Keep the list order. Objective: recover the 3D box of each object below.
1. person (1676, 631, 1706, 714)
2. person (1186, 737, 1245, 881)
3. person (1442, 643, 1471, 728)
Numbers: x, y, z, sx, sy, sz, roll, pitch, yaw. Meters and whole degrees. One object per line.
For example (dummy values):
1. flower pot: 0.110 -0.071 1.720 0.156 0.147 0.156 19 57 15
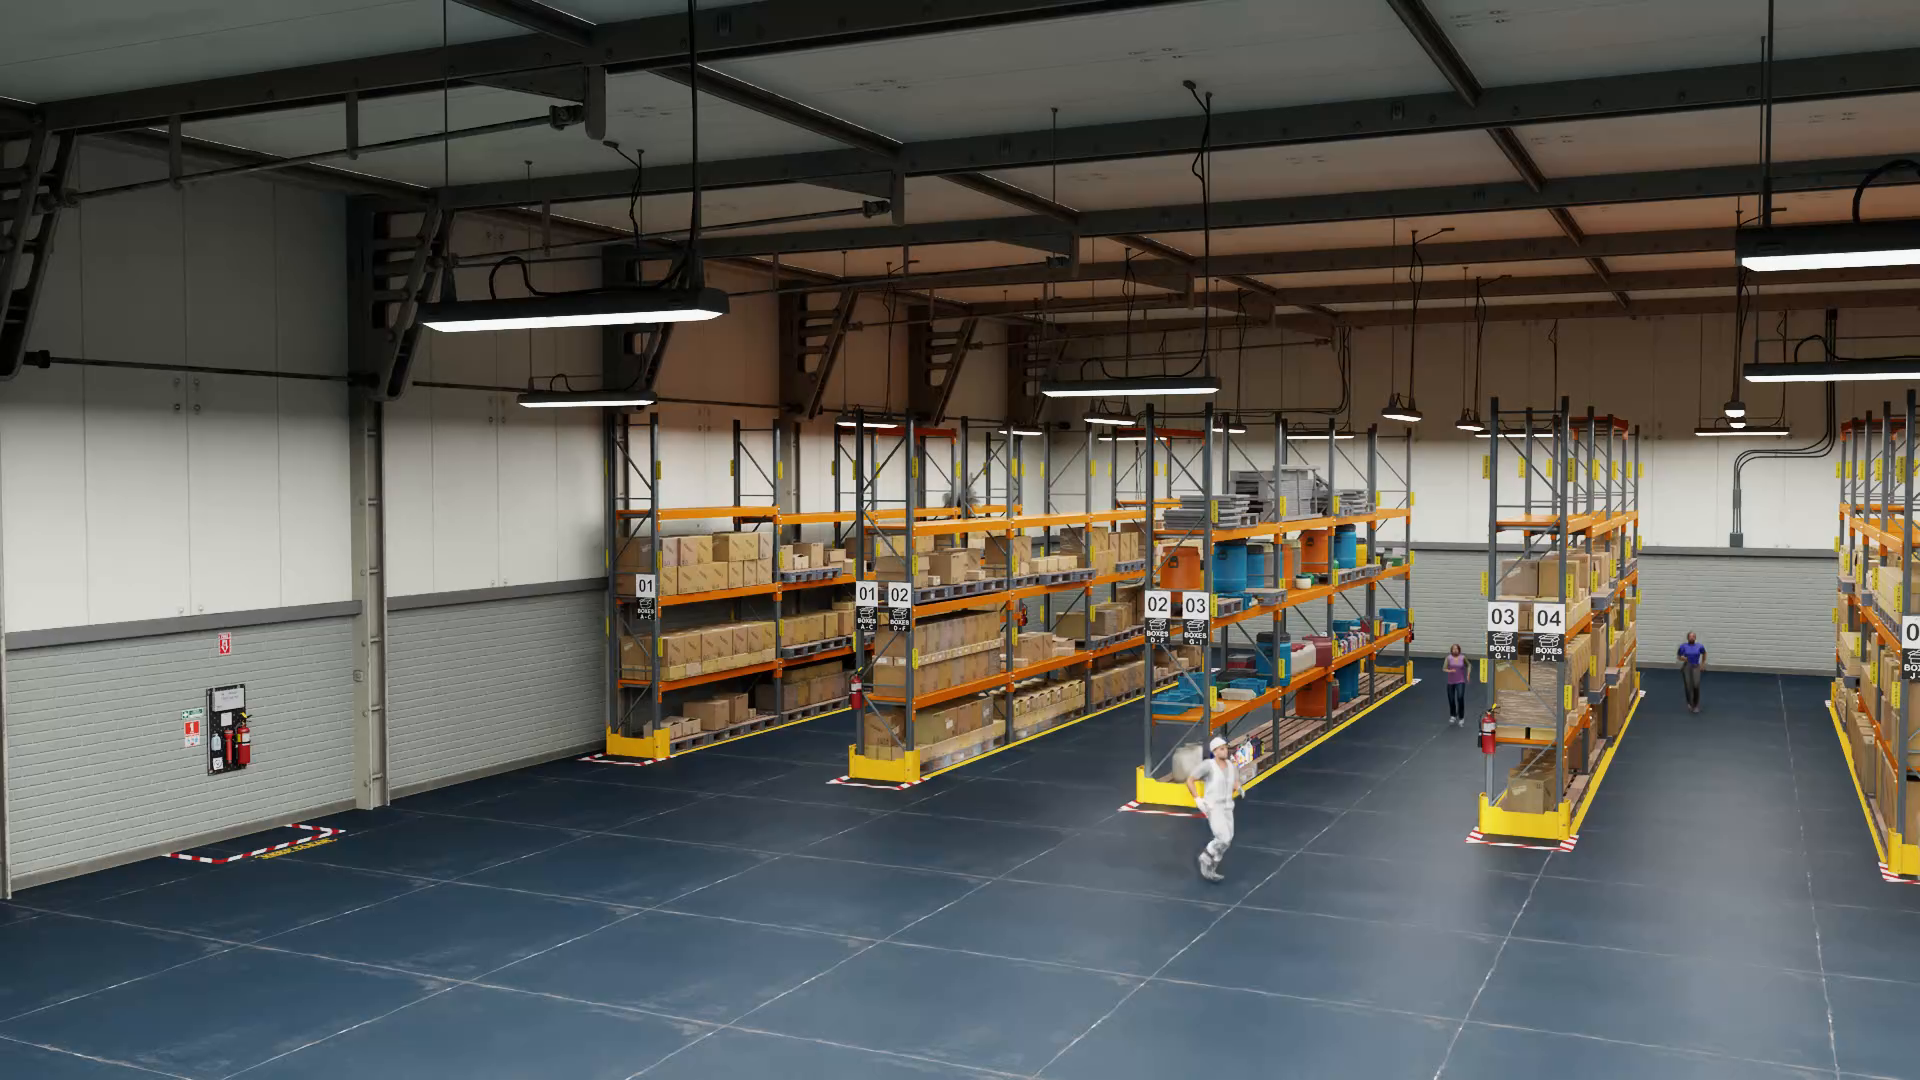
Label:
1. person: 15.129 2.740 34.421 0.562 1.705 0.739 1 3 26
2. person: 3.159 3.262 20.099 0.713 1.747 0.546 -2 3 -33
3. person: 9.698 2.838 32.489 0.520 1.643 0.699 1 3 21
